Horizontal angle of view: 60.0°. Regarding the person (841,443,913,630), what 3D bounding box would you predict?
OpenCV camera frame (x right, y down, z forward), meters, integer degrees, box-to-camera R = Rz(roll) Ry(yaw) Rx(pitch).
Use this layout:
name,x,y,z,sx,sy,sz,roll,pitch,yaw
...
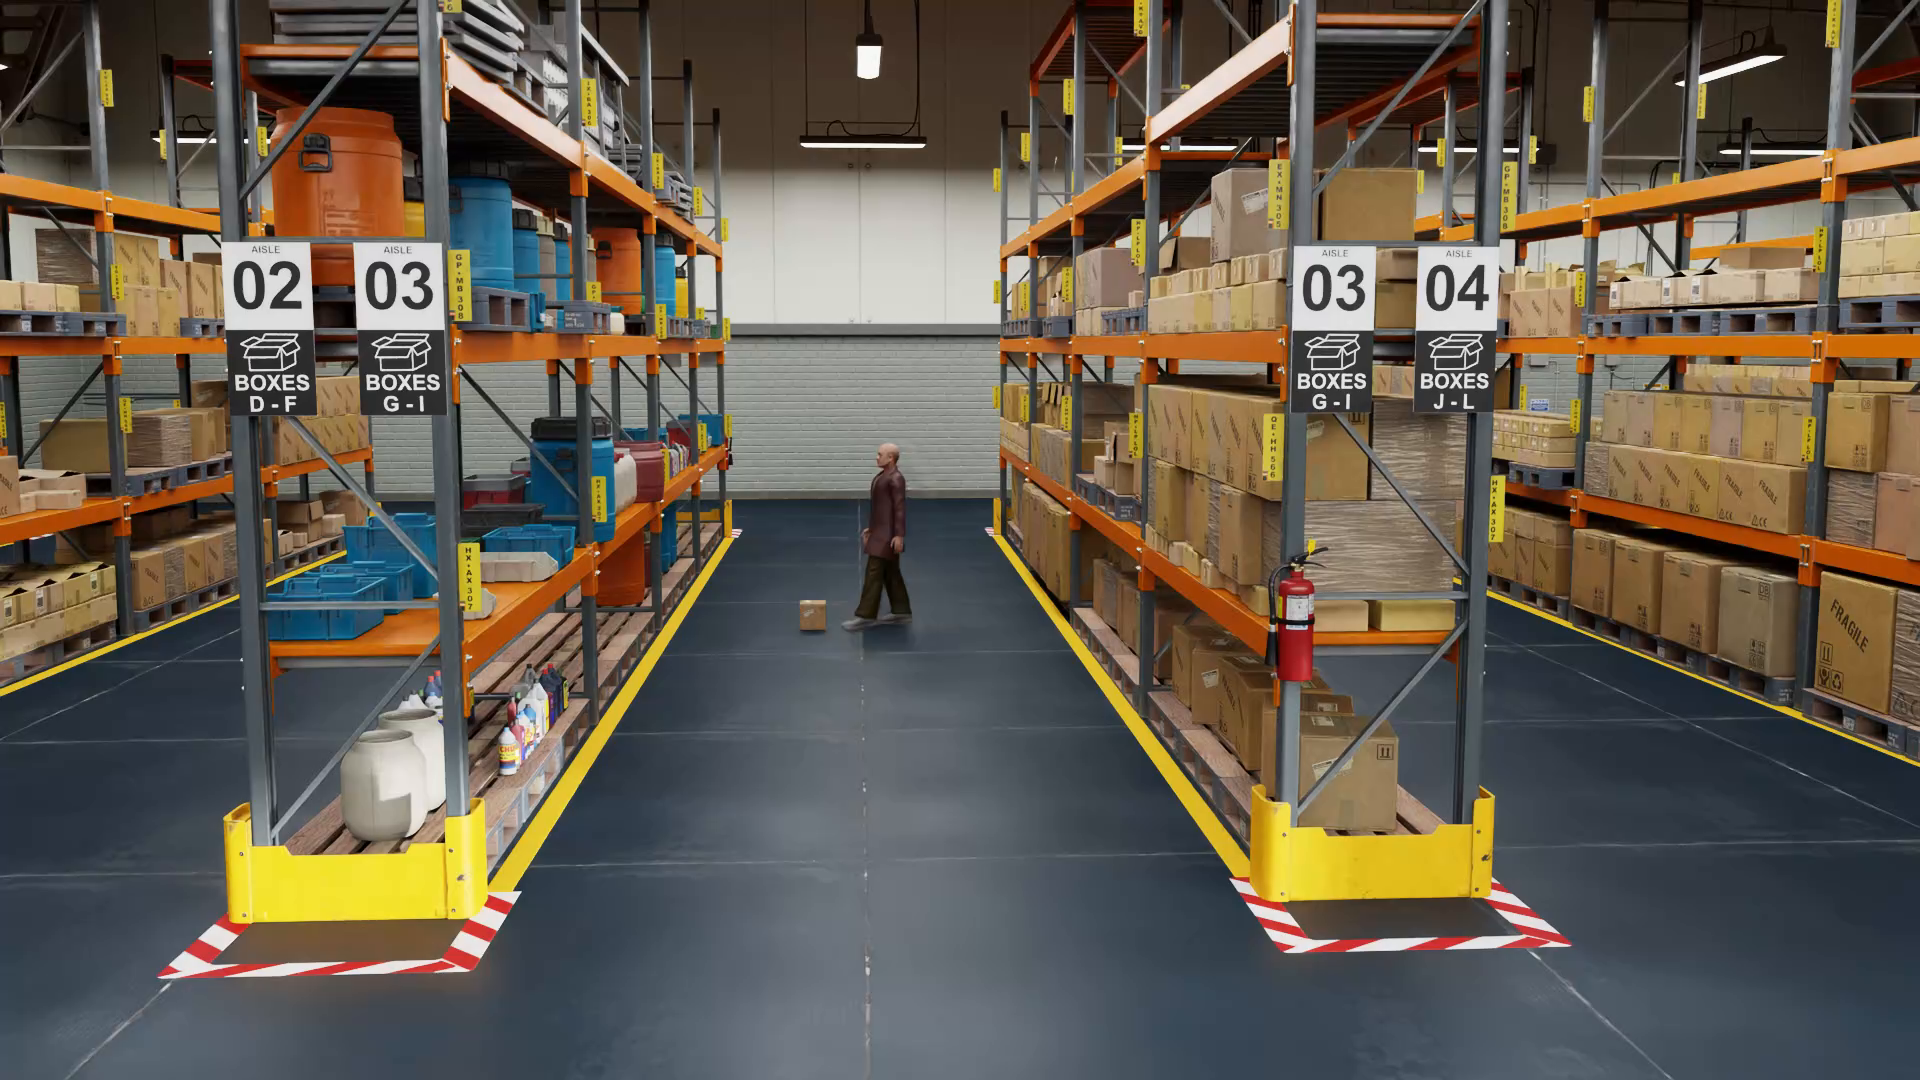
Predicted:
name,x,y,z,sx,sy,sz,roll,pitch,yaw
person,-0.817,-0.052,16.130,0.742,1.773,0.614,-1,7,-12
